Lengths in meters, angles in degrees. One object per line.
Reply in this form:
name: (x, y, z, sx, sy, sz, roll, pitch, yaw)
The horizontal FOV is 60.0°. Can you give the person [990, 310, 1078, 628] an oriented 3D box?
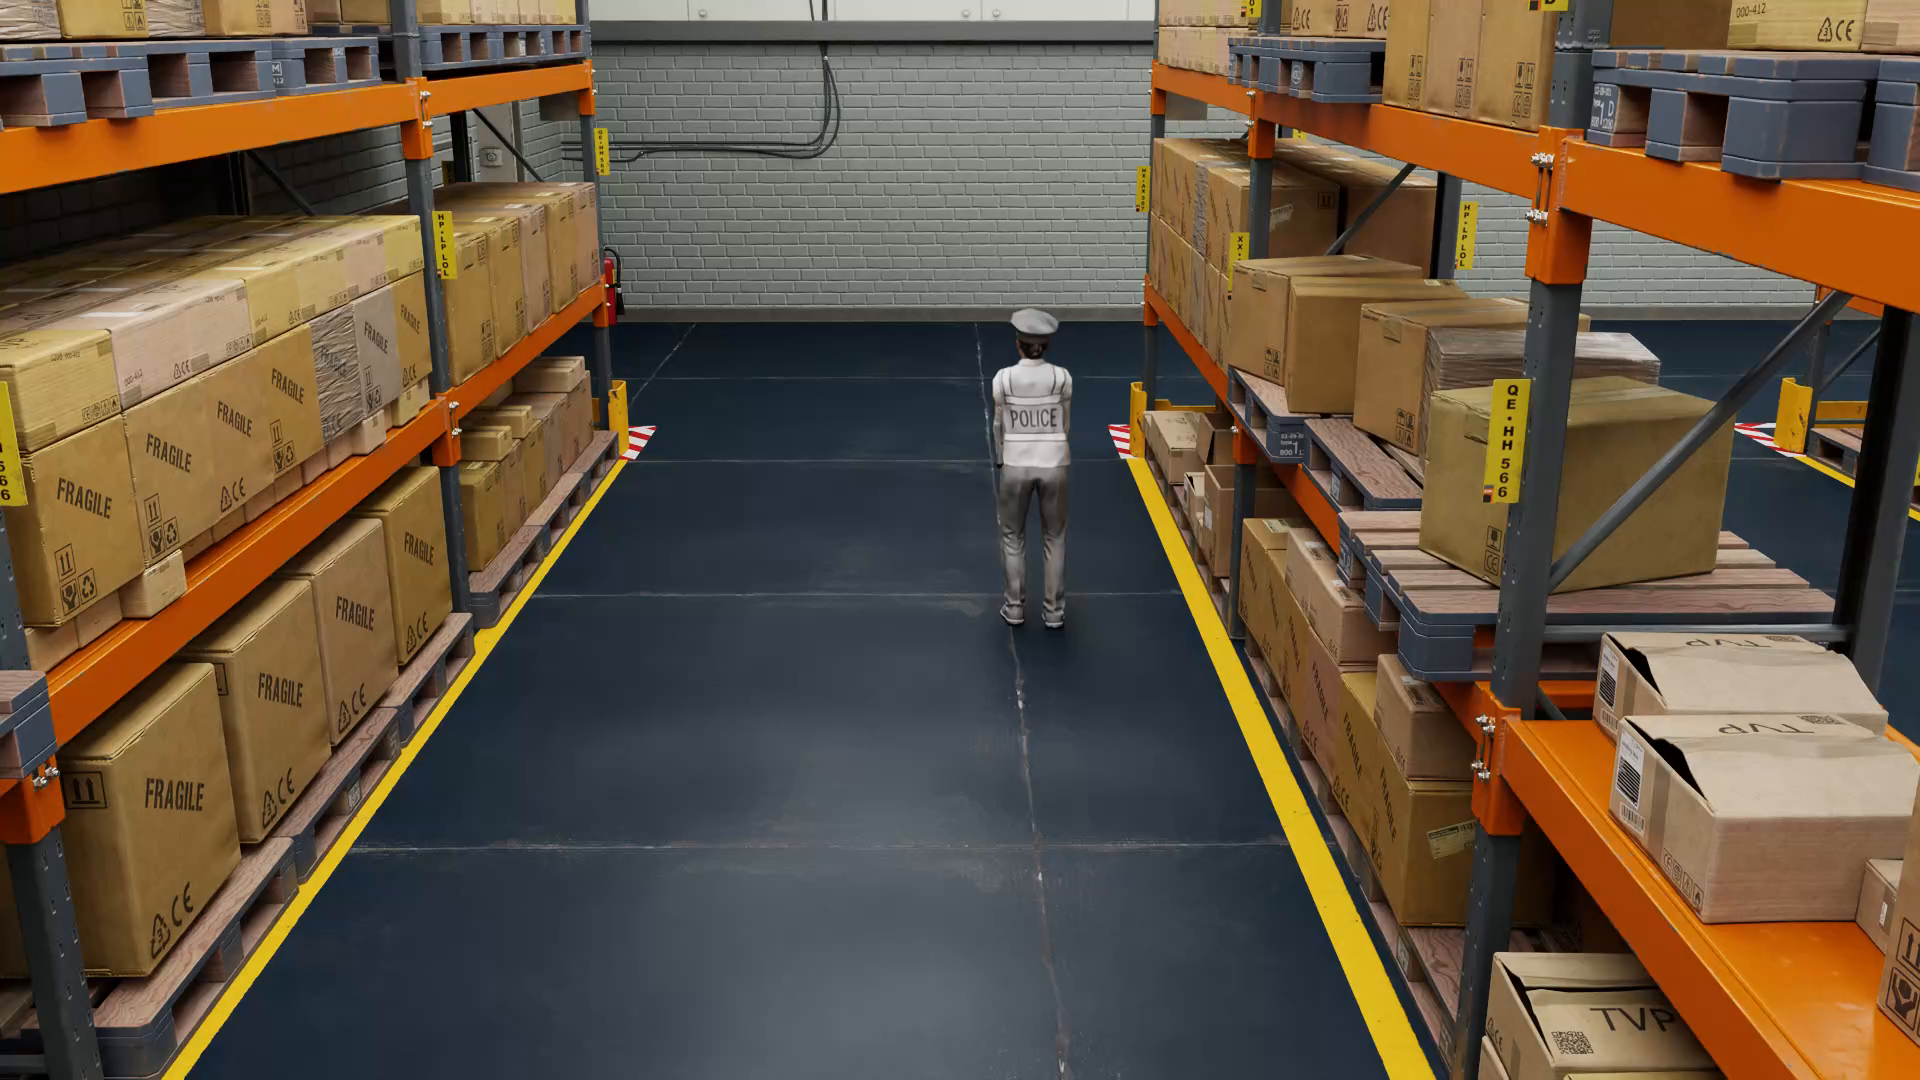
person: (0.384, -0.377, 8.723, 0.459, 1.686, 0.558, 0, 17, 0)
